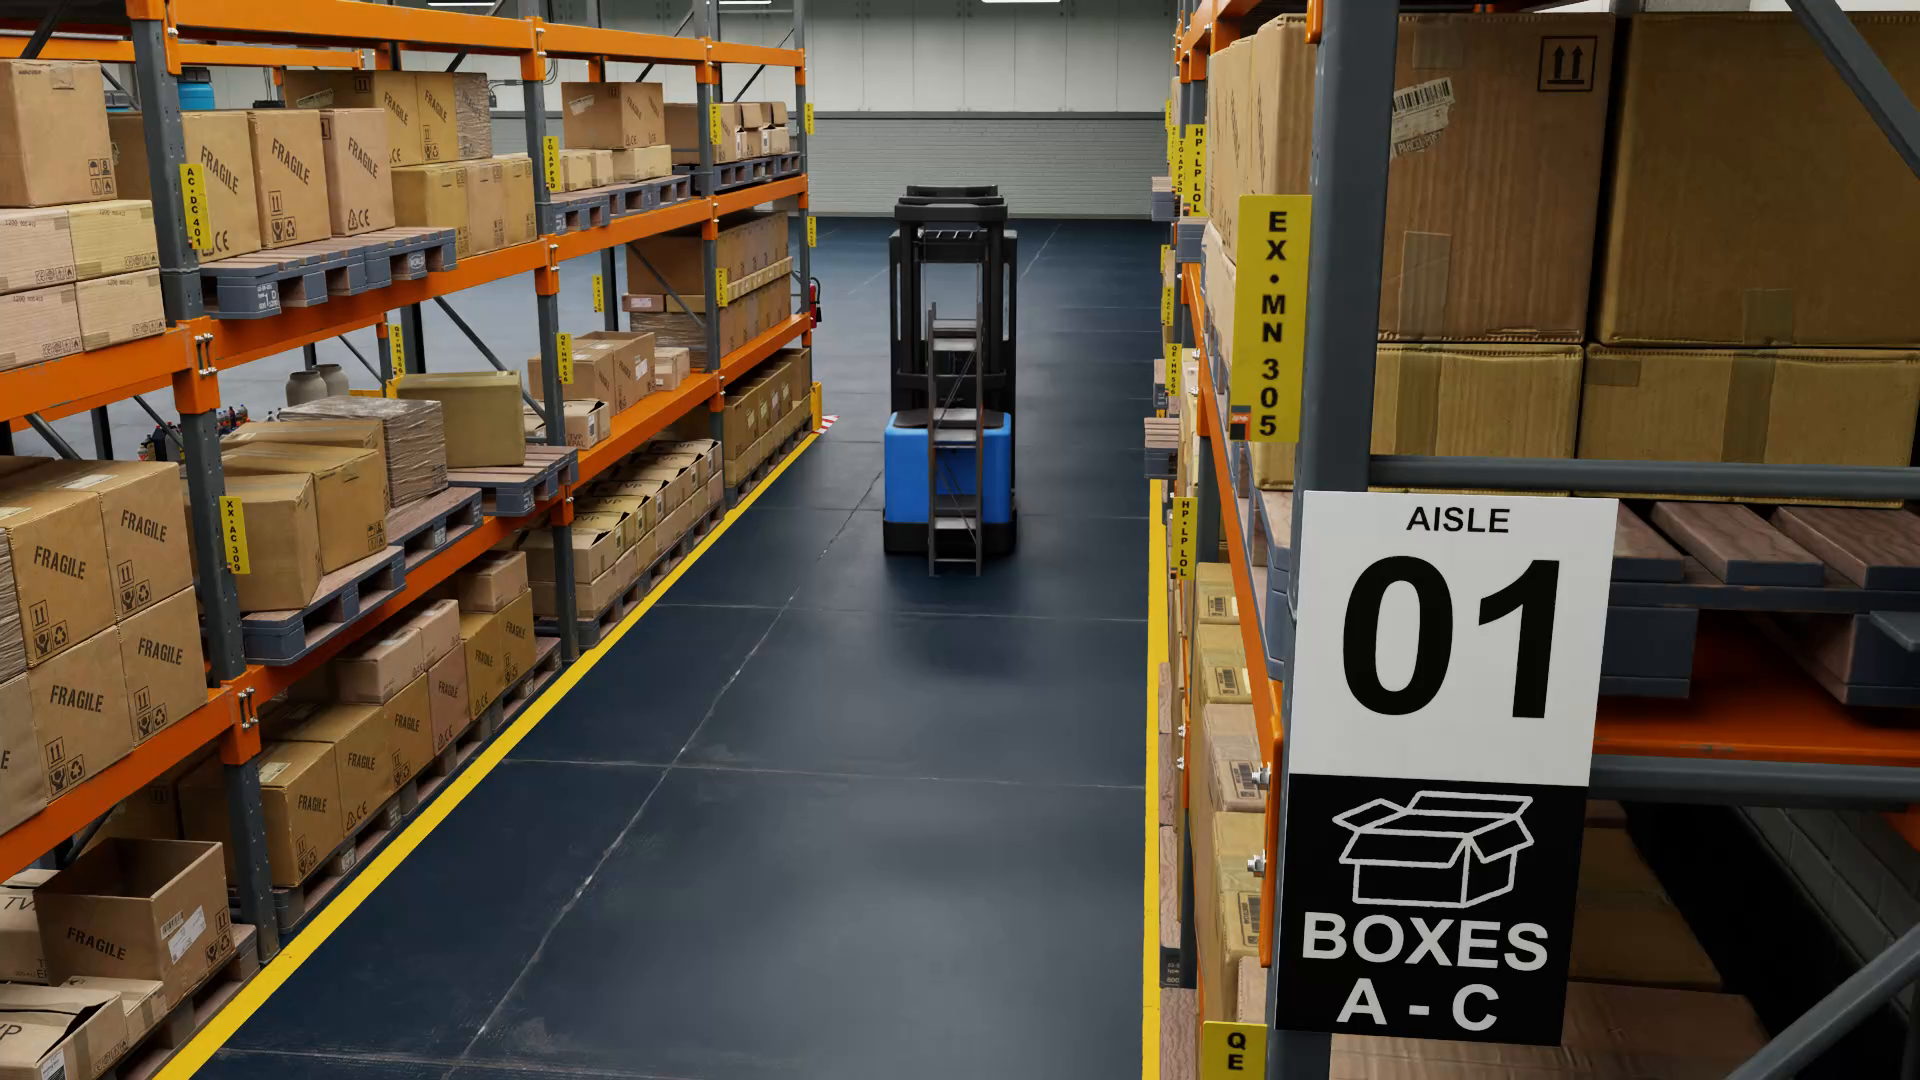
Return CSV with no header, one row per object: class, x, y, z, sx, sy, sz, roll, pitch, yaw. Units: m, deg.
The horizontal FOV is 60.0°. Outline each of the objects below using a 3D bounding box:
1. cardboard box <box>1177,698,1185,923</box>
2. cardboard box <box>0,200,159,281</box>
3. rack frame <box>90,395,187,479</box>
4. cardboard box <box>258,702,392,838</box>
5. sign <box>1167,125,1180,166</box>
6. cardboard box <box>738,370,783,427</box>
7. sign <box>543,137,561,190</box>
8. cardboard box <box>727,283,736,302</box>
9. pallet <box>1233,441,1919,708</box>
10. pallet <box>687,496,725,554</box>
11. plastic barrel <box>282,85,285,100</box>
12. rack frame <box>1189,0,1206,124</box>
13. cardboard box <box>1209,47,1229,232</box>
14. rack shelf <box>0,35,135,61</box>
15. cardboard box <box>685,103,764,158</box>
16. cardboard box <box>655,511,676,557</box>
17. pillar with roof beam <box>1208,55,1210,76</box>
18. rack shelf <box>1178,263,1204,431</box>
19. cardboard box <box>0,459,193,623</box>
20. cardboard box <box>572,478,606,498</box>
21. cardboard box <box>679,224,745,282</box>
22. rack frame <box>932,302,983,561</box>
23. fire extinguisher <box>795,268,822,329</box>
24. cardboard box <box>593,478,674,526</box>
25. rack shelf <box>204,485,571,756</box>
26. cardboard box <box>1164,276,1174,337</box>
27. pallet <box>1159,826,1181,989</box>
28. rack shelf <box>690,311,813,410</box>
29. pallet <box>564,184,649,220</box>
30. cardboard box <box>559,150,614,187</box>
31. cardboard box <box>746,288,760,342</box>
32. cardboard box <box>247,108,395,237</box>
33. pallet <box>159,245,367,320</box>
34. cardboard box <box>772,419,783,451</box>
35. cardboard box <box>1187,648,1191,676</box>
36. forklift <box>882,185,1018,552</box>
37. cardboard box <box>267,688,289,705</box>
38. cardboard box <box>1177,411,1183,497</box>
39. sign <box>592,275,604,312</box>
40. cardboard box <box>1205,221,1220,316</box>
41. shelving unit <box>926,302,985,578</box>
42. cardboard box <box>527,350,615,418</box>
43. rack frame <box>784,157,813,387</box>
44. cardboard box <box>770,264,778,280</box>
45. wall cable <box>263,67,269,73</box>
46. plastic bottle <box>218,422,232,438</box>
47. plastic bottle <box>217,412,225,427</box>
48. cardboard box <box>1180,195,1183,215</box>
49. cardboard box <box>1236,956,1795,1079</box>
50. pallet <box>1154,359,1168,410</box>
cardboard box,1.345,1.193,7.319,0.750,0.750,0.750,2,15,7
cardboard box,-3.307,-1.098,6.058,0.500,0.250,0.500,2,15,6
rack frame,-7.540,-1.837,15.208,1.000,3.000,0.127,2,15,6
cardboard box,-3.176,1.122,8.211,0.500,0.500,0.500,2,15,7
sign,1.764,-3.256,13.722,0.100,0.325,0.005,2,15,6
cardboard box,-2.088,-1.427,16.721,0.500,0.500,0.500,2,15,6
sign,-2.531,-2.333,10.308,0.100,0.325,0.005,2,15,6
cardboard box,-2.312,-2.315,15.544,0.380,0.149,0.250,2,15,6
pallet,1.023,-0.031,2.952,1.003,0.211,1.213,2,15,6
pallet,-2.663,-0.152,14.318,1.003,0.211,1.213,2,15,6
plastic barrel,-7.017,-4.602,18.062,0.600,0.830,0.708,2,15,6
rack frame,1.852,-3.403,9.509,1.000,3.000,0.127,2,15,6
cardboard box,0.990,-1.148,4.771,0.500,0.500,0.500,1,15,5
rack shelf,-7.766,-3.674,12.653,1.077,0.370,4.000,2,15,6
cardboard box,-2.308,-3.881,15.753,0.797,0.503,0.637,3,16,12
cardboard box,-2.553,-0.053,13.076,0.500,0.250,0.500,2,15,7
pillar with roof beam,2.643,-13.179,45.661,9.100,9.000,0.548,2,15,6
rack shelf,1.627,-1.089,8.076,1.077,0.370,4.000,2,15,6
cardboard box,-3.321,-0.007,6.335,0.500,0.500,0.500,2,15,7
cardboard box,-3.085,-0.337,13.052,0.500,0.311,0.500,2,15,8
cardboard box,-2.462,-2.741,15.874,0.700,0.500,0.500,2,15,6
rack frame,-0.022,-0.844,13.262,0.400,2.100,0.015,1,15,2
fire extinguisher,-1.693,-2.707,18.574,0.296,0.674,0.183,2,15,6
cardboard box,-2.551,-0.328,13.016,0.500,0.311,0.500,2,15,6
rack shelf,-3.296,0.214,9.004,1.077,0.370,4.000,2,15,6
cardboard box,2.100,-2.105,15.014,0.500,0.500,0.500,2,15,6
pallet,1.413,1.674,7.568,1.003,0.211,1.213,2,15,6
rack shelf,-2.393,-1.861,16.677,1.077,0.370,4.000,2,15,6
pallet,-2.959,-2.478,12.195,1.003,0.211,1.213,2,15,9
cardboard box,-2.895,-2.774,12.411,0.500,0.250,0.500,0,15,2
cardboard box,-2.405,-2.253,16.557,0.700,0.500,0.500,2,15,8
cardboard box,-3.244,-1.837,8.274,0.600,0.600,0.600,1,15,4
pallet,-3.378,-1.139,7.242,1.213,0.211,1.003,2,15,6
cardboard box,-2.092,-1.065,16.819,0.500,0.250,0.500,2,15,6
cardboard box,1.163,0.479,7.085,0.380,0.149,0.250,2,15,7
forklift,-0.048,-1.646,14.633,1.130,2.935,3.031,1,15,2
cardboard box,-3.629,0.985,8.719,0.500,0.500,0.500,2,15,7
cardboard box,1.475,-0.455,9.298,0.500,0.500,0.500,2,15,8
sign,-3.170,-2.162,14.601,0.100,0.325,0.005,2,15,6
cardboard box,0.989,-0.793,4.894,0.500,0.250,0.500,1,15,5
shelving unit,-0.031,-0.781,13.027,0.431,2.100,0.503,1,15,2
cardboard box,-2.897,-1.136,12.426,0.500,0.500,0.500,1,15,3
rack frame,-2.167,-2.727,18.502,1.000,3.000,0.127,2,15,6
cardboard box,-2.109,-2.785,17.279,0.380,0.149,0.250,2,15,7
wall cable,-20.044,-15.564,50.756,3.097,2.526,0.112,2,15,6
plastic bottle,-7.180,-0.972,16.241,0.144,0.351,0.185,2,15,6
plastic bottle,-7.653,-1.194,17.214,0.097,0.271,0.097,0,15,0
cardboard box,1.665,-2.117,10.630,0.500,0.311,0.500,2,15,6
cardboard box,0.997,1.290,3.070,0.980,0.700,0.700,2,15,9
pallet,2.073,-1.258,13.437,1.003,0.211,1.213,2,15,6
